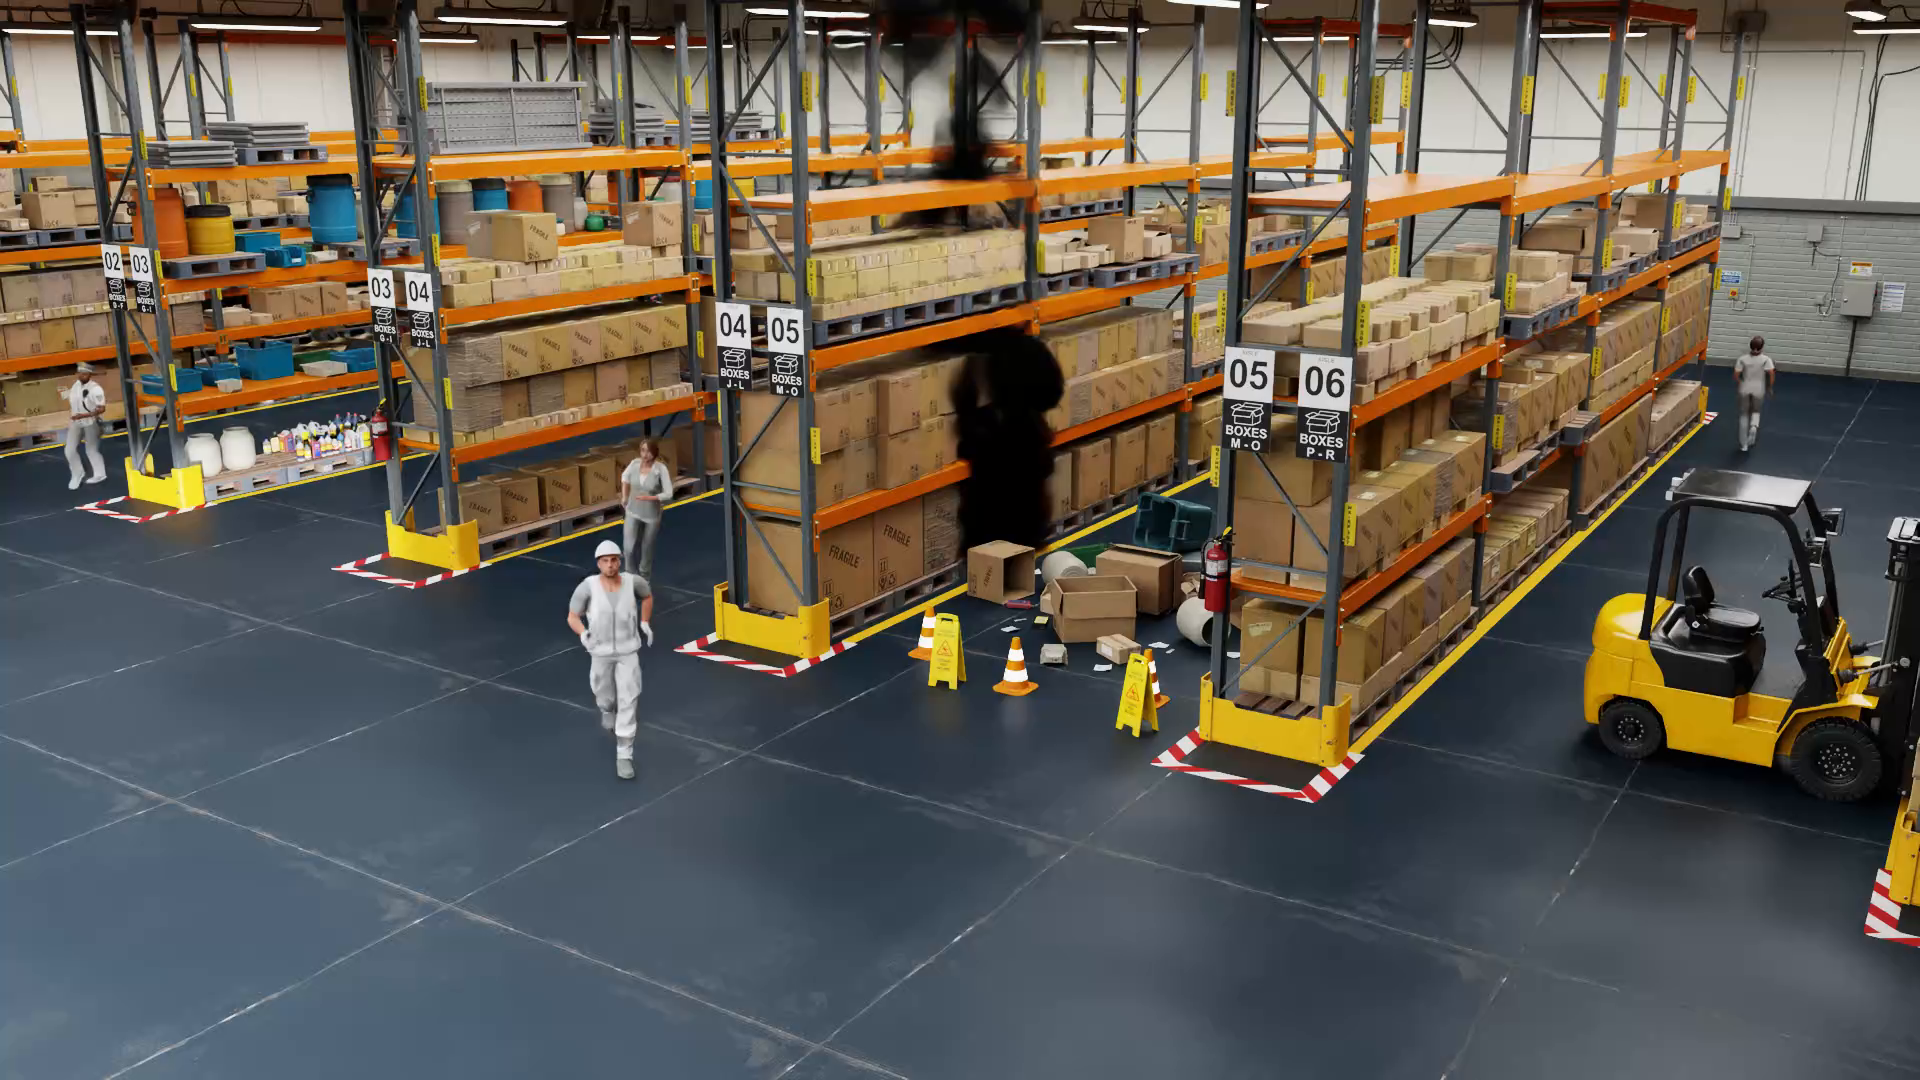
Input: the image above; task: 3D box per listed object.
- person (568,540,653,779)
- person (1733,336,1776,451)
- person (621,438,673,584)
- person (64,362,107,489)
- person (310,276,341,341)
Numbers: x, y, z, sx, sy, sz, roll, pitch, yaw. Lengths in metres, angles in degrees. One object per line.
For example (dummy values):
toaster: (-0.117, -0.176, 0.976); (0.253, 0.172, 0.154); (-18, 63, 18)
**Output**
person: (-2.668, 0.858, 12.829); (0.661, 1.781, 0.935); (-4, 16, -15)
person: (11.322, -2.102, 23.759); (0.552, 1.620, 0.592); (8, 17, 27)
person: (-2.995, -0.199, 15.997); (0.538, 1.636, 0.632); (0, 16, 0)
person: (-11.296, -1.482, 21.511); (0.615, 1.686, 0.656); (2, 16, 8)
person: (-11.829, -4.179, 30.963); (0.678, 1.830, 0.770); (5, 16, 19)
